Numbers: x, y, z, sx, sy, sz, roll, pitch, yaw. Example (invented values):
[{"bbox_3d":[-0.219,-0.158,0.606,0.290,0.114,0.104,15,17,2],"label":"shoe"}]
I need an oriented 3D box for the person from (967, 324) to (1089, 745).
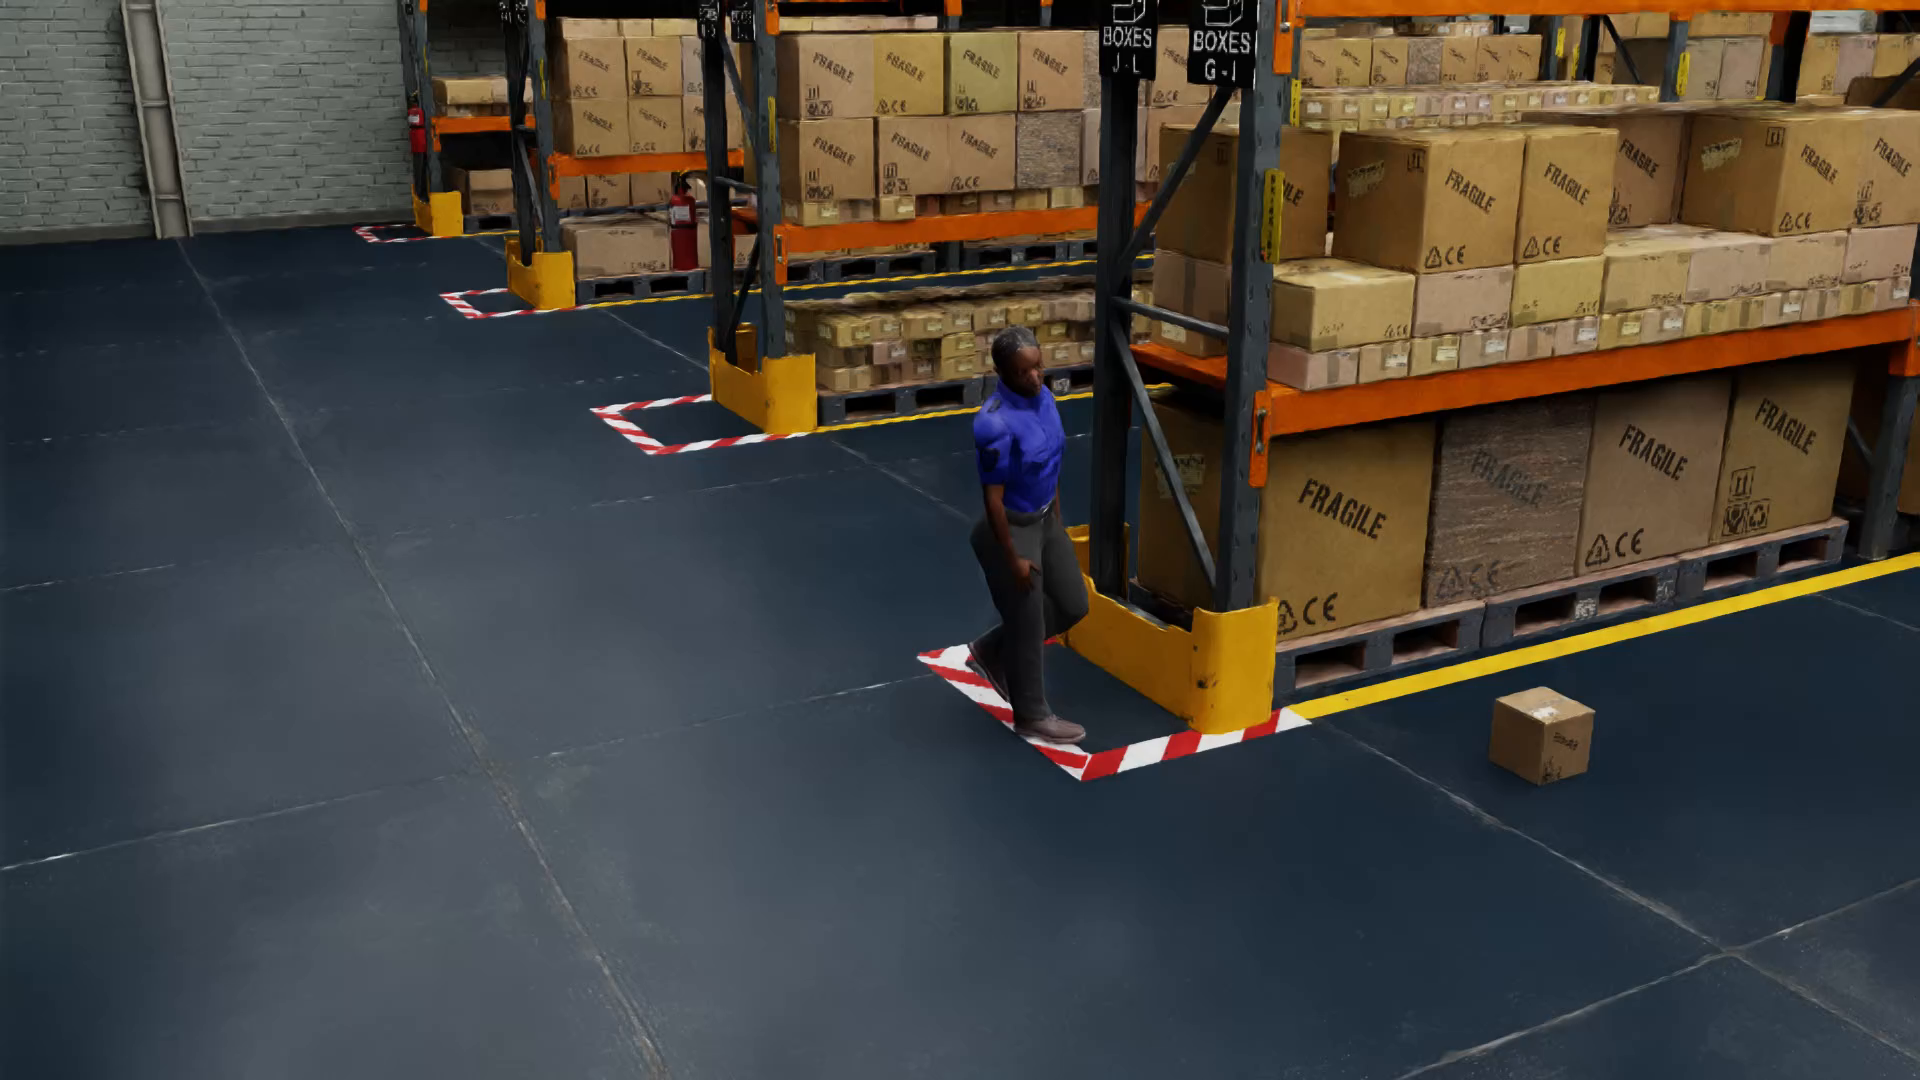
[{"bbox_3d":[0.189,-0.011,6.111,0.537,1.631,0.525,10,21,27],"label":"person"}]
